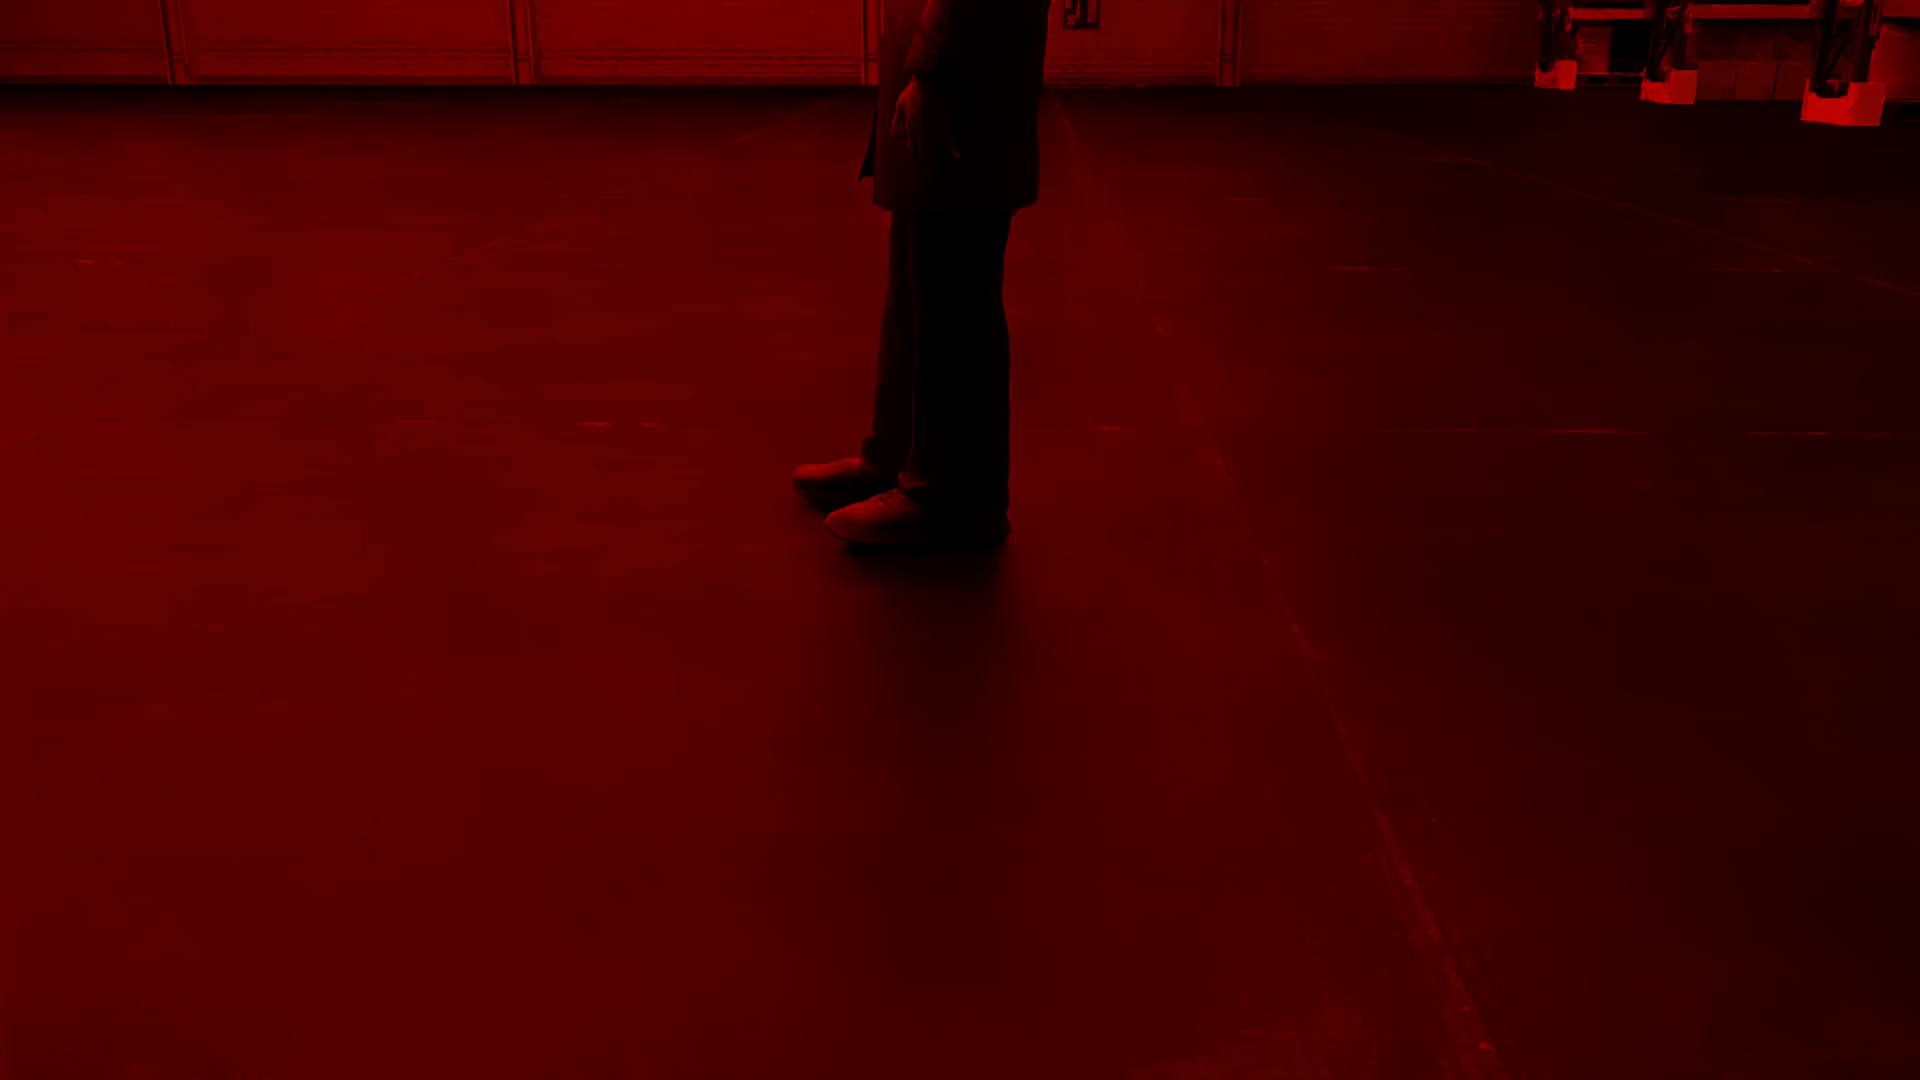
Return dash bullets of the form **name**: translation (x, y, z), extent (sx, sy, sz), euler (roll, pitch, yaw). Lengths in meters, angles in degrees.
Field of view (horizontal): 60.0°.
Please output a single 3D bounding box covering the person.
- **person**: translation (-0.091, -0.858, 3.113), extent (0.580, 1.776, 0.694), euler (1, 17, 2)
